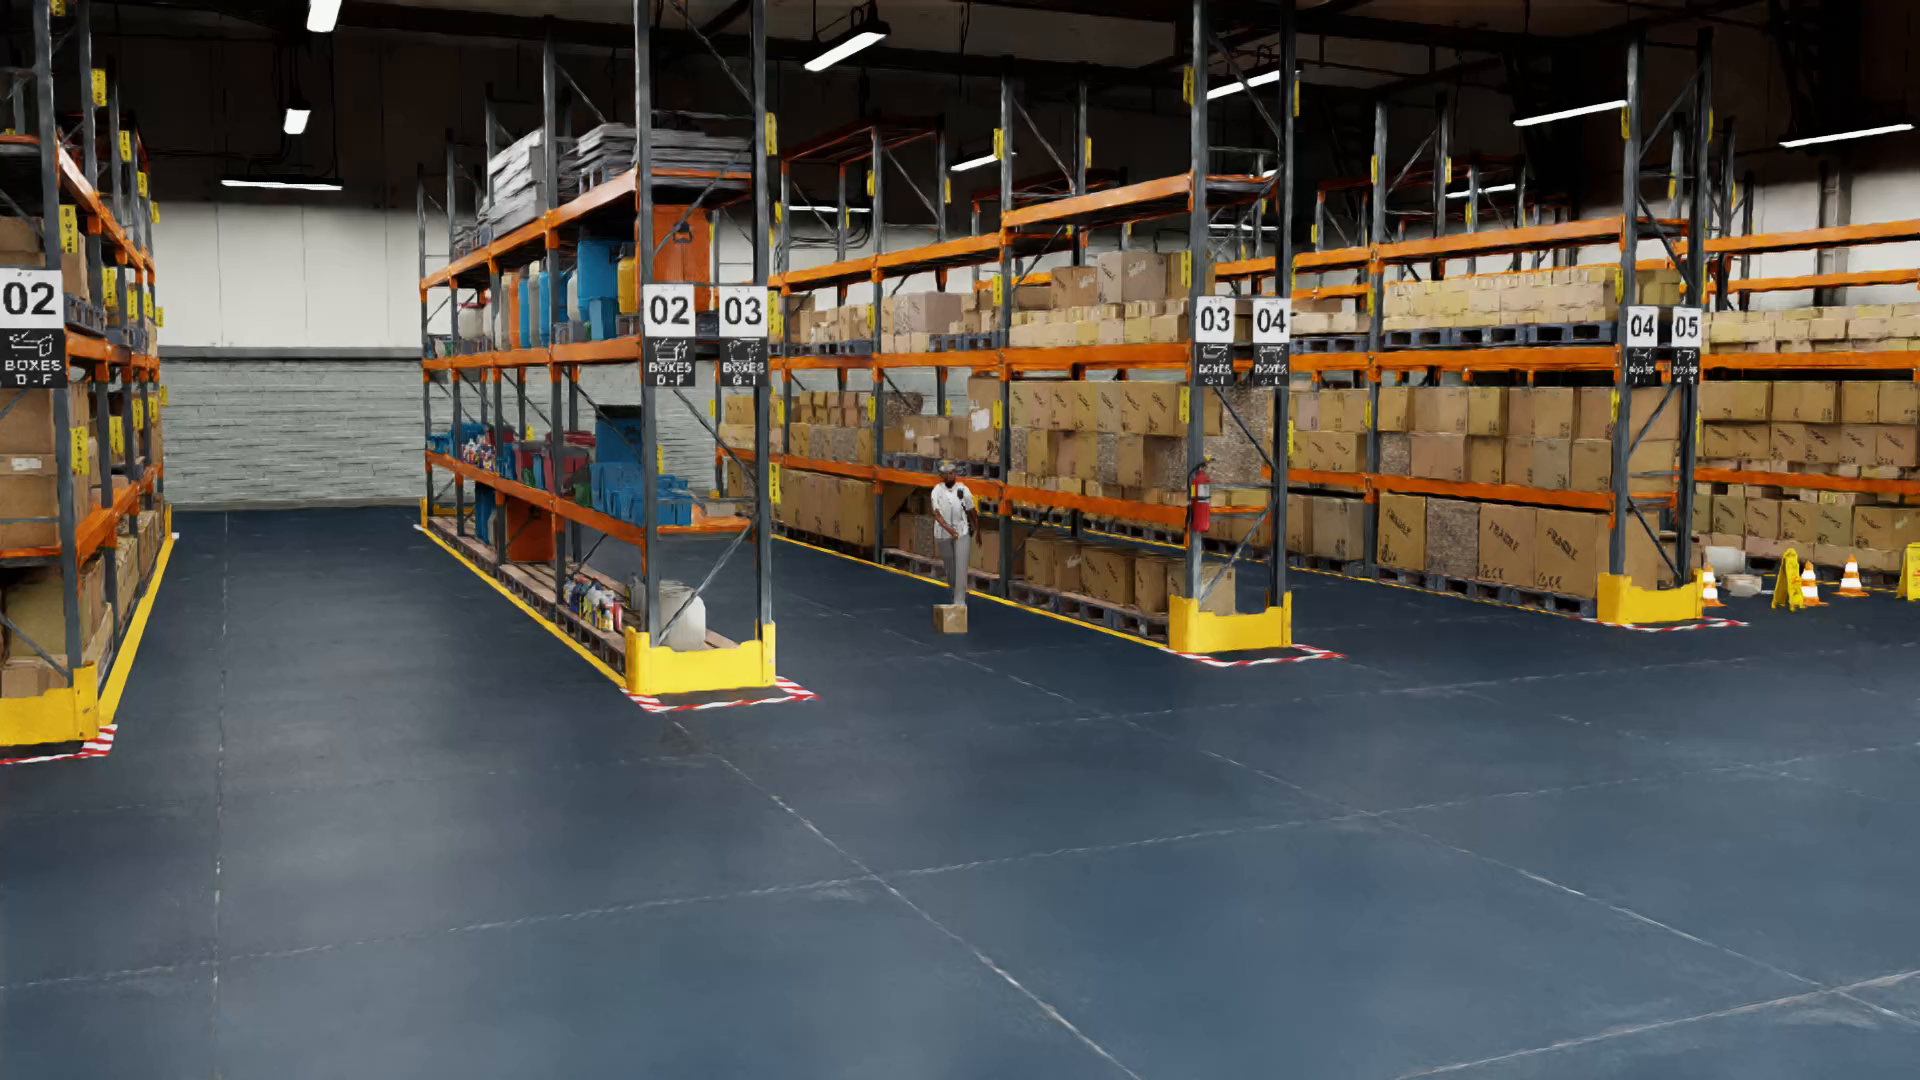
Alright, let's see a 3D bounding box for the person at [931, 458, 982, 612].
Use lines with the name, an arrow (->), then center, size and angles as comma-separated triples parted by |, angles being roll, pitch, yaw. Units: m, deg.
person -> -0.054, -0.029, 17.161 | 0.507, 1.632, 0.866 | 1, 6, 7
